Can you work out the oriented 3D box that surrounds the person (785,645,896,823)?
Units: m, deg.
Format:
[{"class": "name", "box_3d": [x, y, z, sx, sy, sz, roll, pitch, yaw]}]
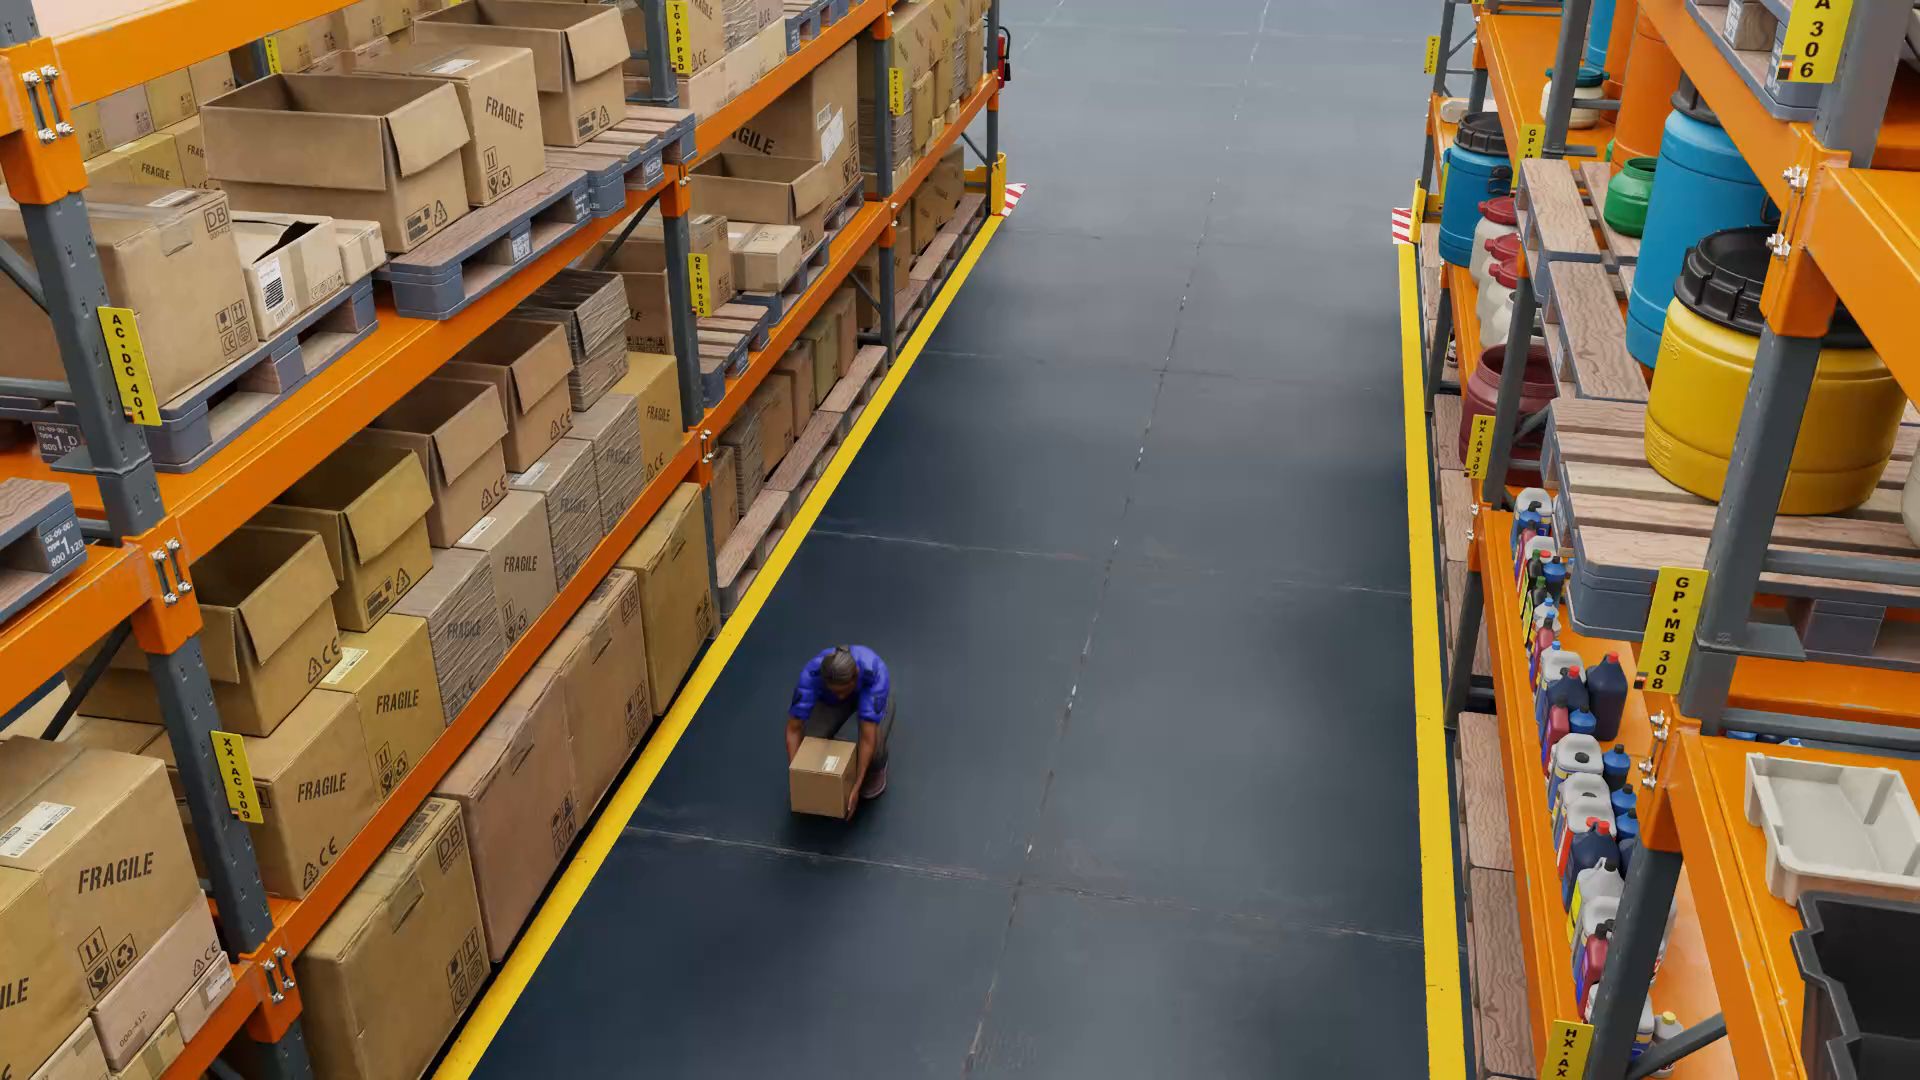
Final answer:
[{"class": "person", "box_3d": [-0.554, 0.825, 7.889, 0.472, 0.938, 0.827, 7, 30, 12]}]
